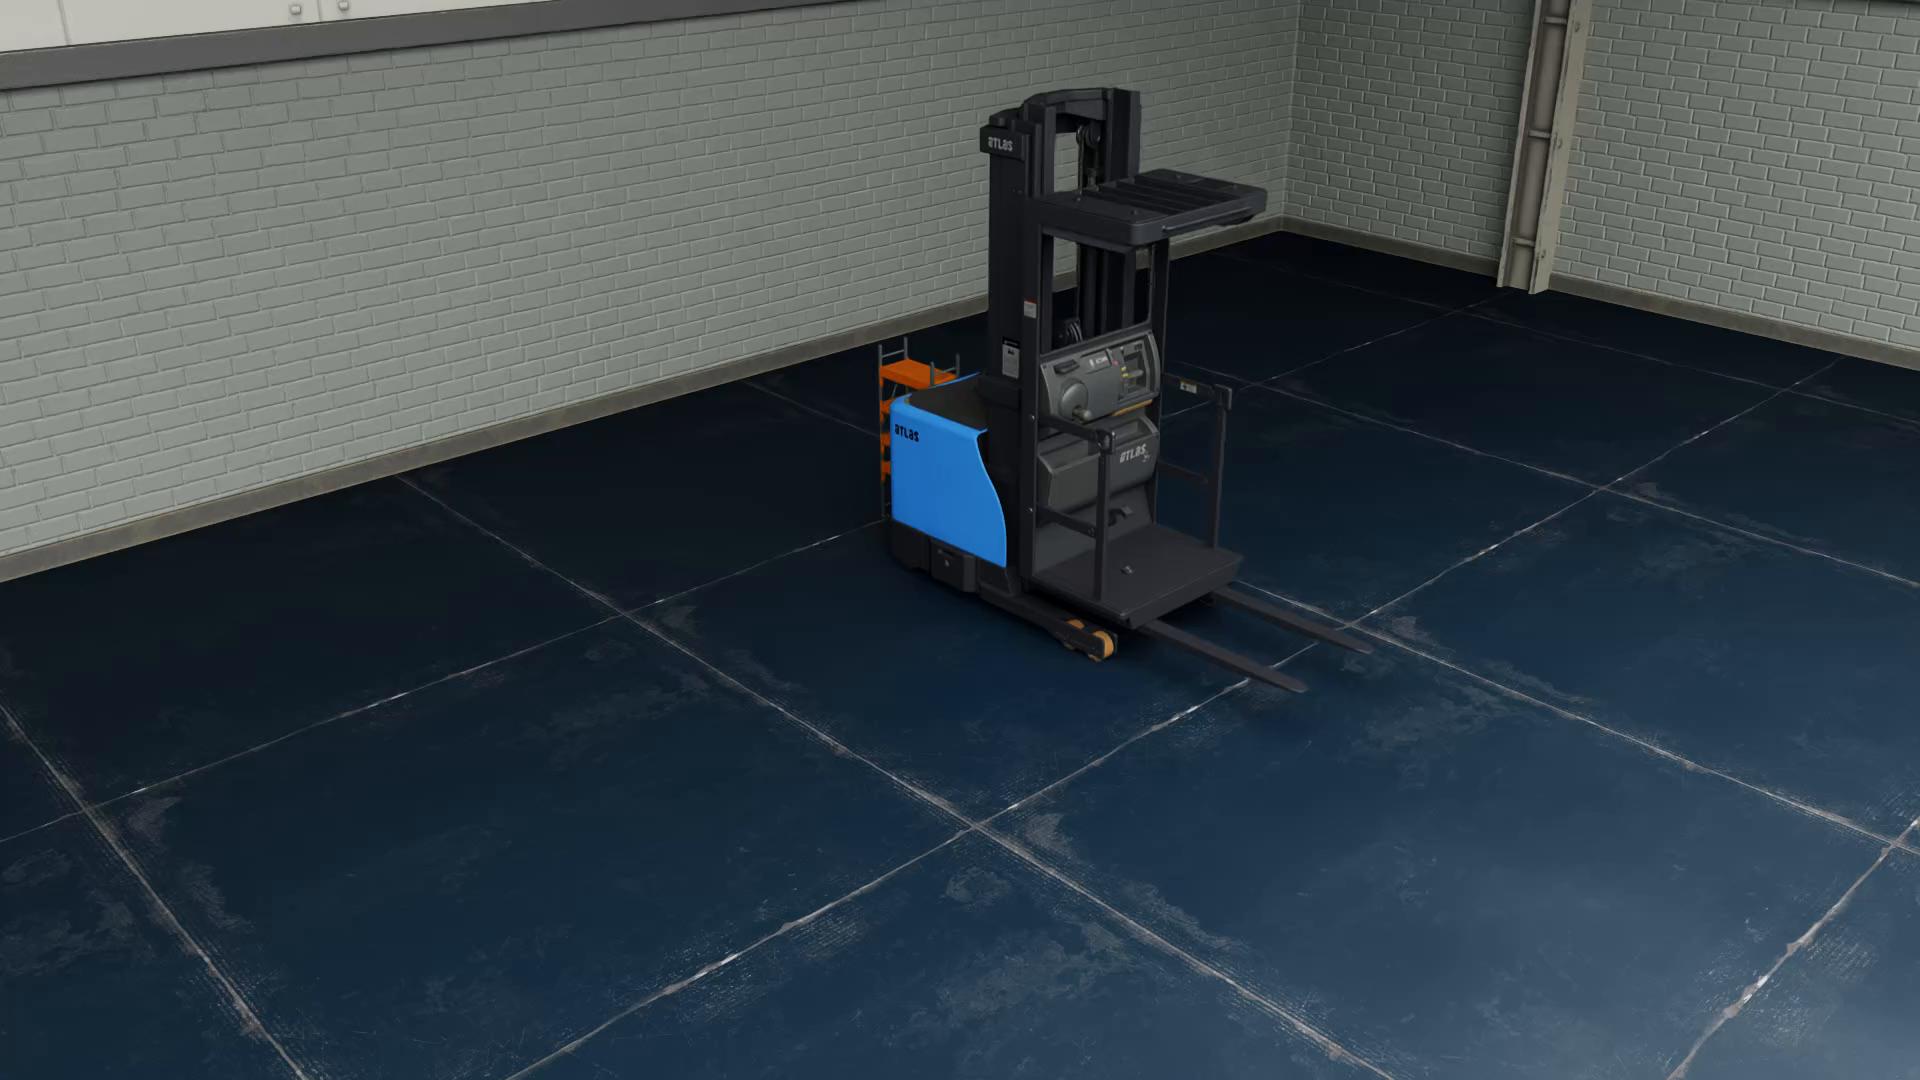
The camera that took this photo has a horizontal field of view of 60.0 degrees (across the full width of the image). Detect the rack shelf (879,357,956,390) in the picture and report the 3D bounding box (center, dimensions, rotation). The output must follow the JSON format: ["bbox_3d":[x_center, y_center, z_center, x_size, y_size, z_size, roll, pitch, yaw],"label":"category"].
[{"bbox_3d":[-0.262,-1.014,10.581,0.258,0.148,0.480,-22,32,-39],"label":"rack shelf"}]

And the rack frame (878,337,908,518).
[{"bbox_3d":[-0.431,-0.730,10.905,0.240,1.200,0.015,-22,32,-39],"label":"rack frame"}]

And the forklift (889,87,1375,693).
[{"bbox_3d":[0.940,-0.900,9.191,1.130,2.935,3.031,-22,32,-39],"label":"forklift"}]

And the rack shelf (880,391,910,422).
[{"bbox_3d":[-0.262,-0.799,10.680,0.258,0.148,0.480,-22,32,-39],"label":"rack shelf"}]

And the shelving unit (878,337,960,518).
[{"bbox_3d":[-0.262,-0.657,10.744,0.258,1.200,0.503,-22,32,-39],"label":"shelving unit"}]

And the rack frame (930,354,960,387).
[{"bbox_3d":[-0.093,-0.584,10.584,0.240,1.200,0.015,-22,32,-39],"label":"rack frame"}]

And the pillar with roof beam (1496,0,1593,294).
[{"bbox_3d":[2.313,-5.325,11.580,9.100,9.000,0.400,-21,32,-38],"label":"pillar with roof beam"}]

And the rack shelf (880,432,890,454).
[{"bbox_3d":[-0.262,-0.596,10.772,0.258,0.148,0.480,-22,32,-39],"label":"rack shelf"}]

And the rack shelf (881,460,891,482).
[{"bbox_3d":[-0.262,-0.415,10.855,0.258,0.148,0.480,-22,32,-39],"label":"rack shelf"}]
